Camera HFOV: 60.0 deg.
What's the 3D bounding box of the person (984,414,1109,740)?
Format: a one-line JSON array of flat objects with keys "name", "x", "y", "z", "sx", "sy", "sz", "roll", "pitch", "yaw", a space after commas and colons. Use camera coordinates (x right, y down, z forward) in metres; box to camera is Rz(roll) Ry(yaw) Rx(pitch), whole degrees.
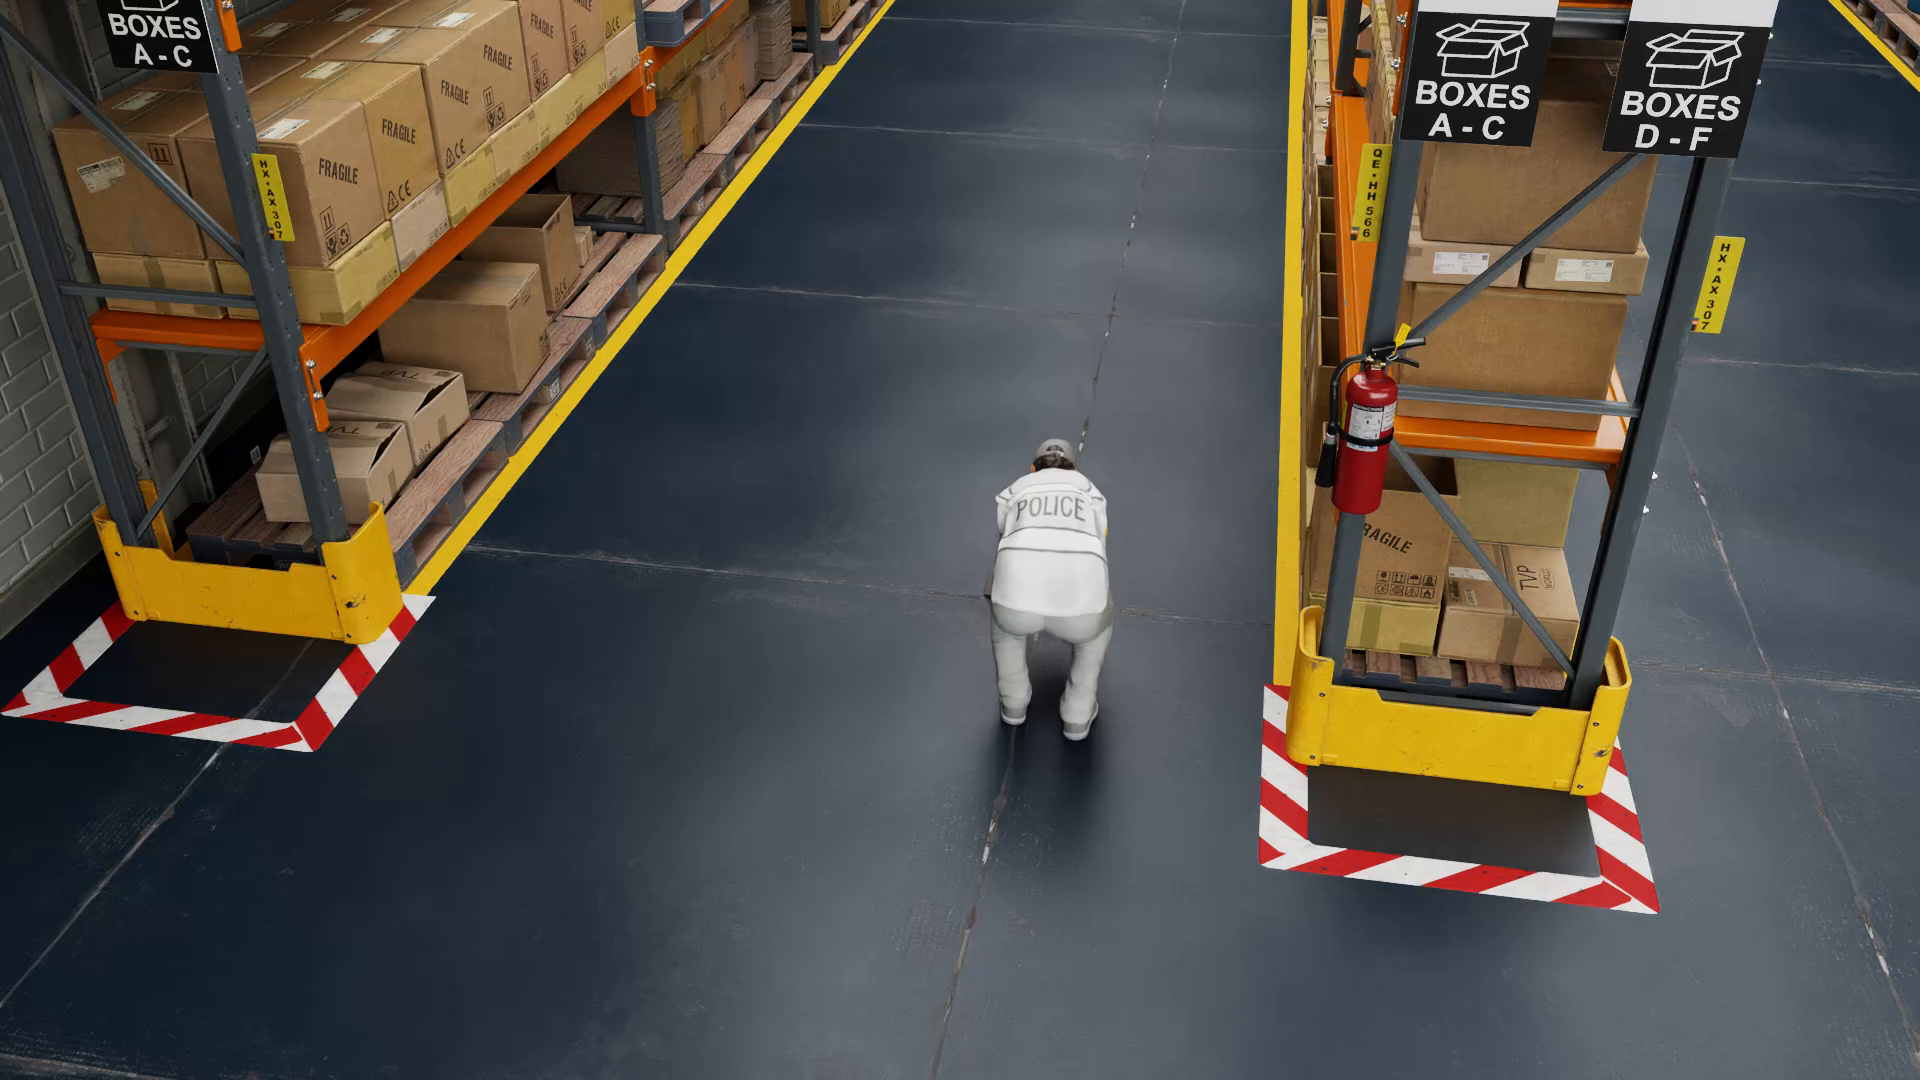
[{"name": "person", "x": 0.350, "y": 0.162, "z": 6.440, "sx": 0.453, "sy": 1.069, "sz": 0.934, "roll": 4, "pitch": 33, "yaw": 6}]
